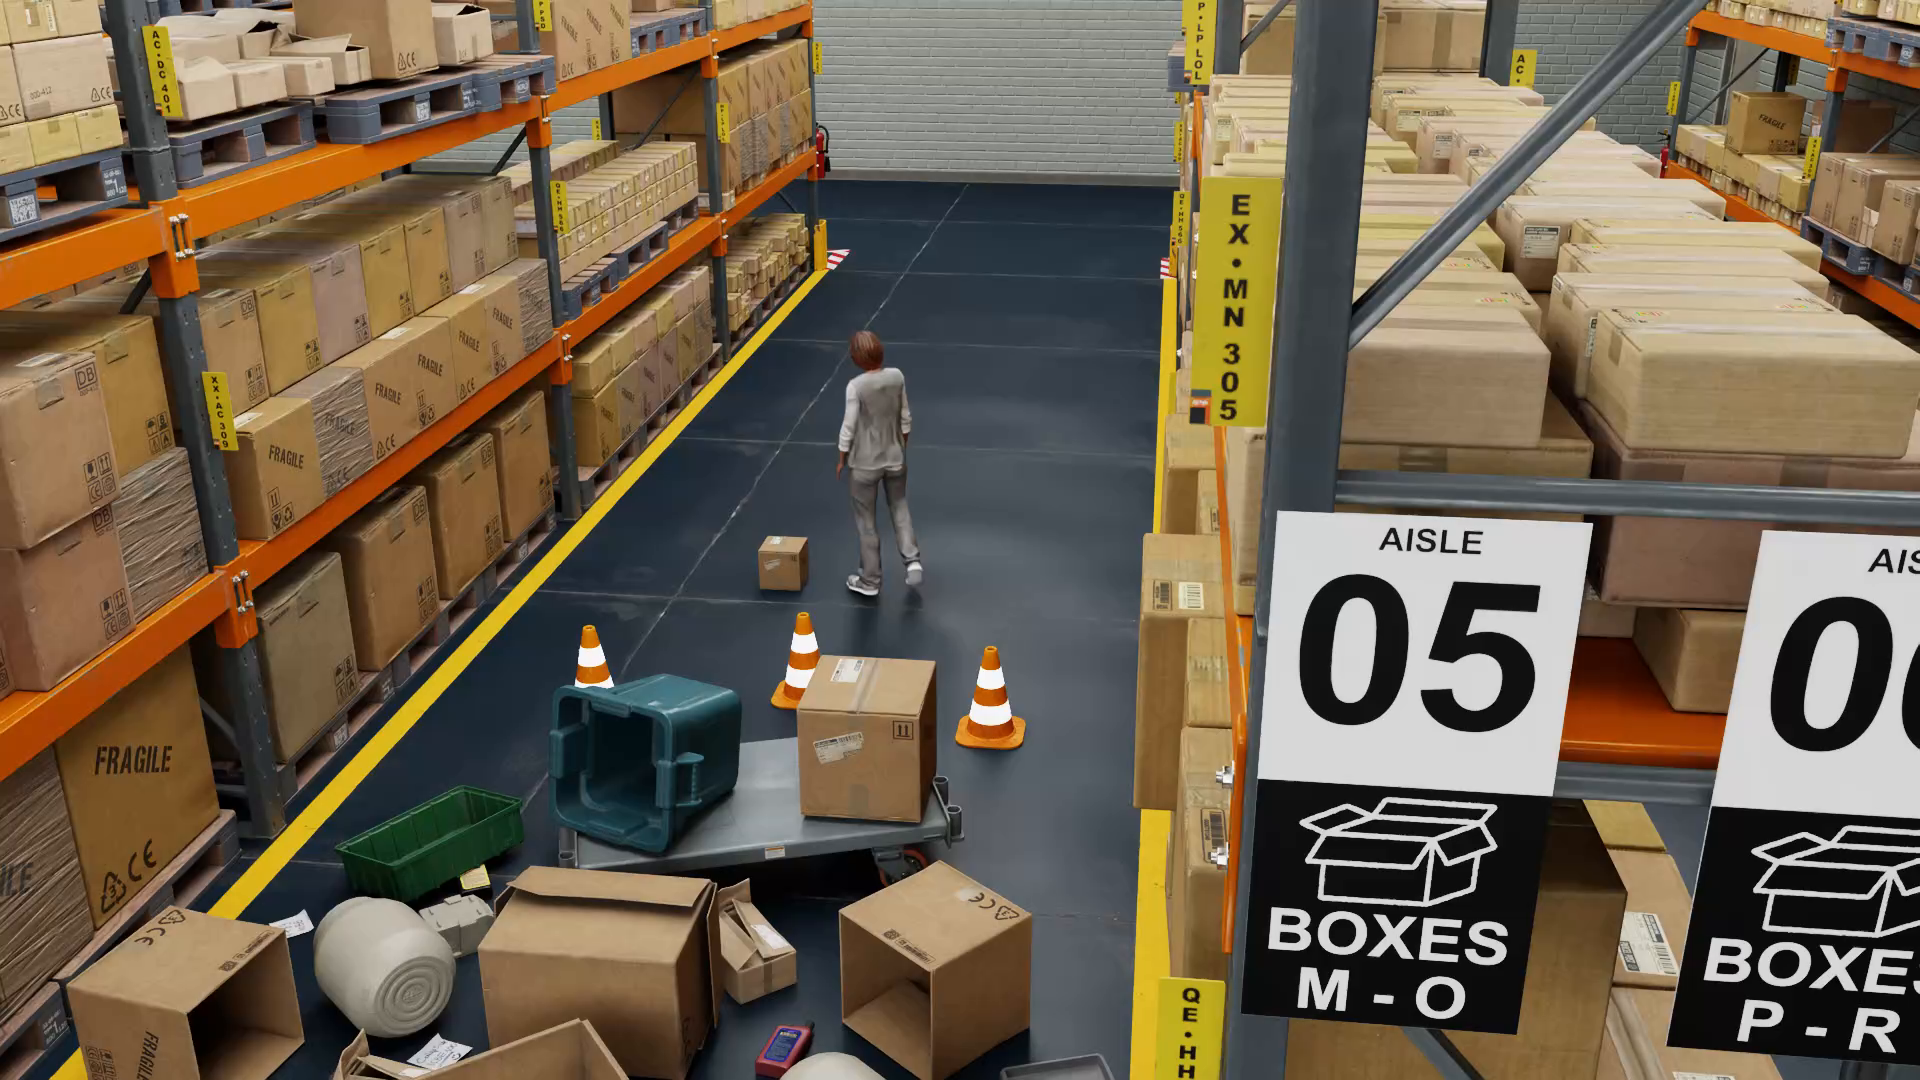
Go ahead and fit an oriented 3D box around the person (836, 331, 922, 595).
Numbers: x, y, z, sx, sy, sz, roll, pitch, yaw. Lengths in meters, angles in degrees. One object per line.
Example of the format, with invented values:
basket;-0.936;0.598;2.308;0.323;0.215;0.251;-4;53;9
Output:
person;-0.472;-0.432;9.685;0.488;1.590;0.372;-14;25;-31
